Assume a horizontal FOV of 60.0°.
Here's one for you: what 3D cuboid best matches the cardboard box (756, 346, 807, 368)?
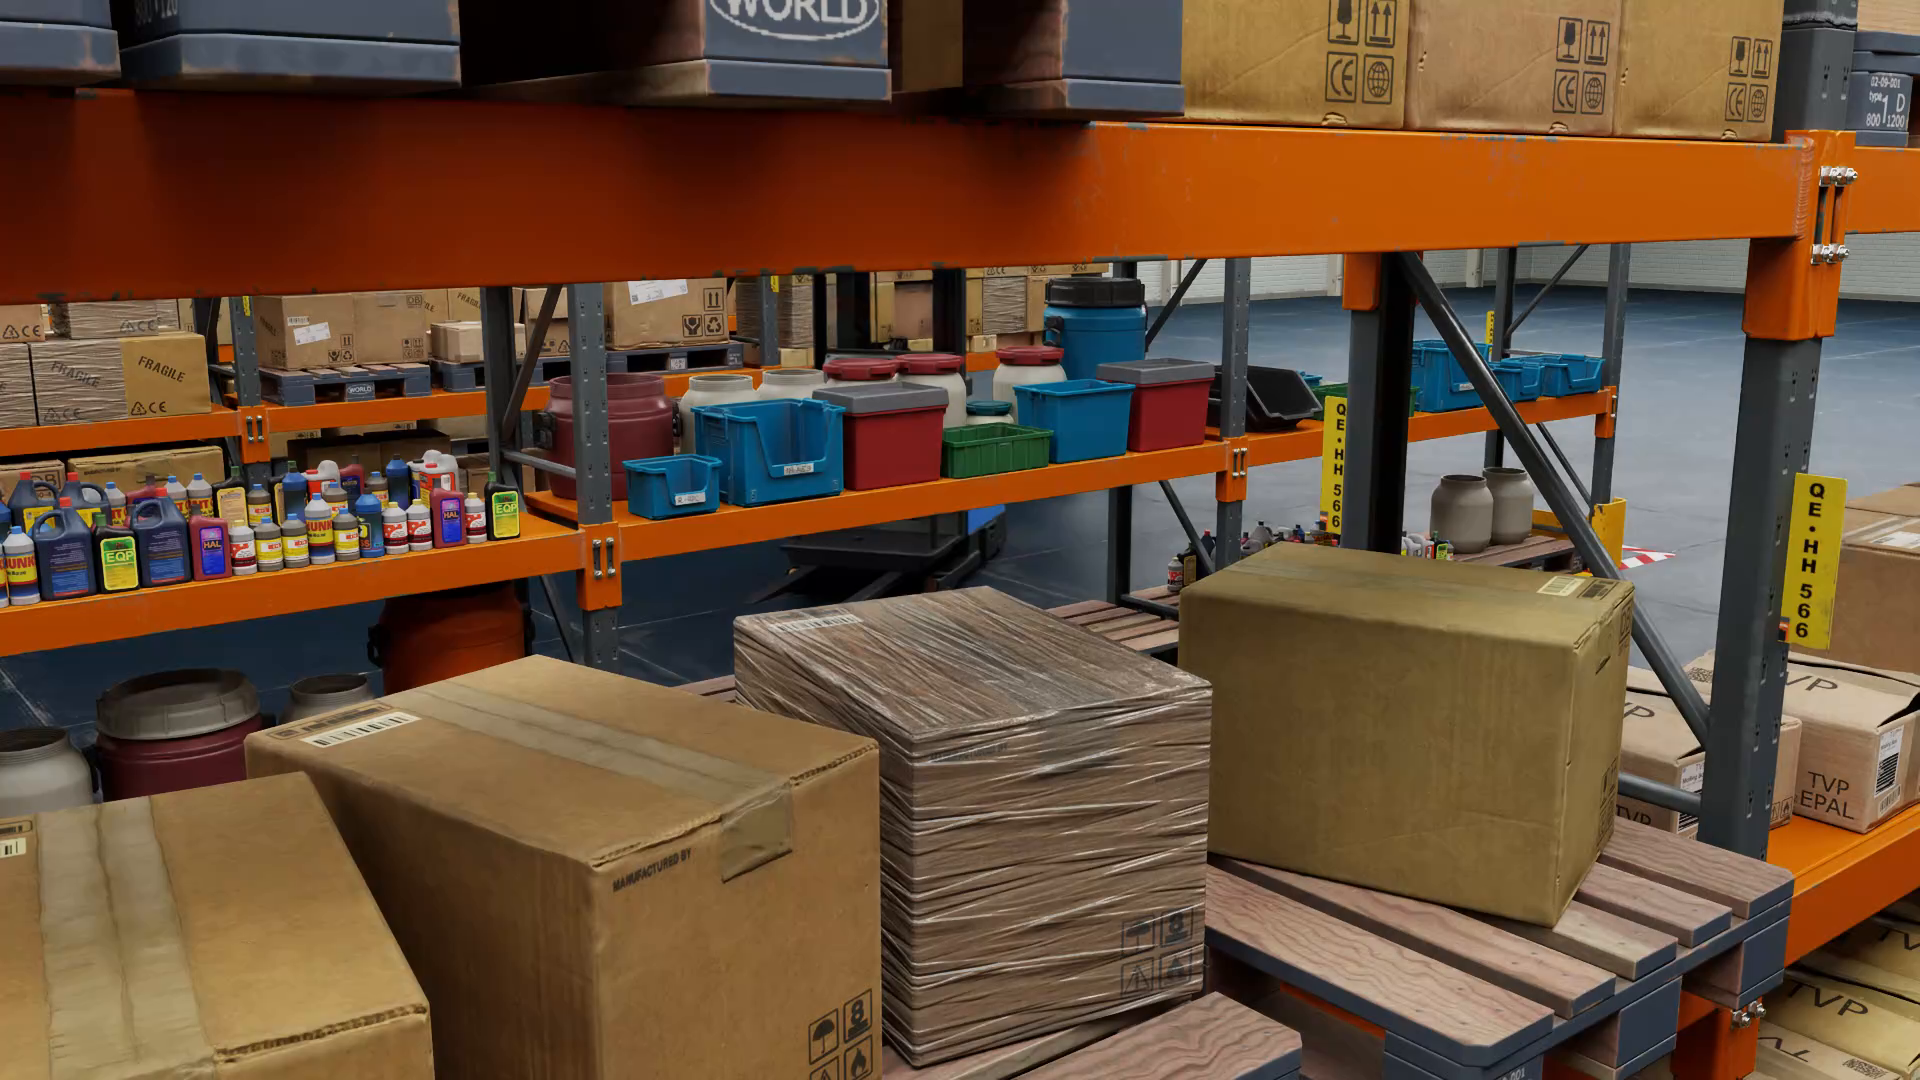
[{"bbox_3d":[-1.457,-1.501,13.582,0.250,0.149,0.380,-9,15,-38],"label":"cardboard box"}]

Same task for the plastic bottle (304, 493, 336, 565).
[{"bbox_3d":[-2.478,-0.046,6.431,0.097,0.271,0.097,0,12,0],"label":"plastic bottle"}]

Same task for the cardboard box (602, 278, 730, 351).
[{"bbox_3d":[-2.521,-2.063,13.170,1.000,1.000,1.000,-9,15,-37],"label":"cardboard box"}]

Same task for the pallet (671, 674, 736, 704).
[{"bbox_3d":[-1.213,0.947,8.160,1.213,0.211,1.003,-9,15,-38],"label":"pallet"}]

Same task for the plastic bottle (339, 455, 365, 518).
[{"bbox_3d":[-2.668,-0.227,7.255,0.133,0.283,0.061,-9,15,-38],"label":"plastic bottle"}]

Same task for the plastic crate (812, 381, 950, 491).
[{"bbox_3d":[-0.390,-0.514,8.174,0.583,0.464,0.402,-9,15,-38],"label":"plastic crate"}]

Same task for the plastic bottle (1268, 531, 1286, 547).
[{"bbox_3d":[2.090,0.088,10.973,0.133,0.283,0.061,-9,15,-38],"label":"plastic bottle"}]

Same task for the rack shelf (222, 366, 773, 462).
[{"bbox_3d":[-3.375,-1.034,12.507,4.000,0.370,1.077,-9,15,-38],"label":"rack shelf"}]

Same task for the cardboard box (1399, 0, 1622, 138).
[{"bbox_3d":[0.531,-0.907,2.715,0.500,0.500,0.910,-9,15,-38],"label":"cardboard box"}]

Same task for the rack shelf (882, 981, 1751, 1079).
[{"bbox_3d":[-0.313,1.093,2.493,4.000,0.370,1.077,-9,15,-38],"label":"rack shelf"}]

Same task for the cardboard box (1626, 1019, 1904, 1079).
[{"bbox_3d":[1.841,1.326,3.920,0.500,0.311,0.500,-9,15,-36],"label":"cardboard box"}]

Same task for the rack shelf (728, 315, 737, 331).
[{"bbox_3d":[-3.271,-2.370,18.801,4.000,0.370,1.077,-9,15,-38],"label":"rack shelf"}]

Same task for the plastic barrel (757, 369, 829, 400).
[{"bbox_3d":[-0.844,-0.600,8.464,0.421,0.512,0.421,0,12,0],"label":"plastic barrel"}]

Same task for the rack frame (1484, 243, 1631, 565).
[{"bbox_3d":[4.404,-1.361,12.315,0.127,3.000,1.000,-9,15,-38],"label":"rack frame"}]

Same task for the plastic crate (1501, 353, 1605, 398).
[{"bbox_3d":[4.200,-1.174,11.796,0.616,0.251,0.499,-9,15,-38],"label":"plastic crate"}]

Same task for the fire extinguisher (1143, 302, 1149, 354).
[{"bbox_3d":[1.687,-2.066,15.824,0.183,0.674,0.296,-9,15,-38],"label":"fire extinguisher"}]

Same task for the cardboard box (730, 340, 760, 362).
[{"bbox_3d":[-1.829,-1.598,14.036,0.250,0.149,0.380,-9,15,-38],"label":"cardboard box"}]

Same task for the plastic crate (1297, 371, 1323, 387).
[{"bbox_3d":[1.975,-0.957,10.770,0.616,0.251,0.499,-9,15,-38],"label":"plastic crate"}]

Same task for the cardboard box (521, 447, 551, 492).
[{"bbox_3d":[-3.127,-0.430,12.890,0.500,0.500,0.700,-11,16,-42],"label":"cardboard box"}]

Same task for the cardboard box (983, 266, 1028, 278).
[{"bbox_3d":[0.256,-2.606,14.815,0.500,0.500,0.500,-9,15,-38],"label":"cardboard box"}]

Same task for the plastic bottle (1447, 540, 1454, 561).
[{"bbox_3d":[3.244,0.102,11.103,0.097,0.201,0.097,0,12,0],"label":"plastic bottle"}]

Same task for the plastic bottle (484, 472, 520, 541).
[{"bbox_3d":[-1.892,-0.144,6.866,0.133,0.283,0.061,-9,15,-38],"label":"plastic bottle"}]

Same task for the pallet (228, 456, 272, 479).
[{"bbox_3d":[-7.294,-0.670,15.774,1.213,0.211,1.003,-9,15,-38],"label":"pallet"}]

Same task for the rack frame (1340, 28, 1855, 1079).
[{"bbox_3d":[1.249,0.481,3.641,0.127,3.000,1.000,-9,15,-38],"label":"rack frame"}]

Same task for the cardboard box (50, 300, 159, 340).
[{"bbox_3d":[-5.518,-1.573,10.661,0.637,0.503,0.797,-9,15,-36],"label":"cardboard box"}]

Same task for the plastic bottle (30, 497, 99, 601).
[{"bbox_3d":[-3.183,0.027,5.900,0.185,0.351,0.144,-9,15,-38],"label":"plastic bottle"}]

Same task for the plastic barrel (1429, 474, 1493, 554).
[{"bbox_3d":[3.547,-0.186,11.763,0.421,0.512,0.421,0,12,0],"label":"plastic barrel"}]

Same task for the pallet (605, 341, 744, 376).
[{"bbox_3d":[-2.501,-1.476,13.318,1.213,0.211,1.003,-9,15,-38],"label":"pallet"}]

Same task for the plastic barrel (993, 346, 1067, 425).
[{"bbox_3d":[0.397,-0.820,9.440,0.433,0.535,0.433,0,12,0],"label":"plastic barrel"}]

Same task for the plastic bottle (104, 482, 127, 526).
[{"bbox_3d":[-3.392,-0.095,6.667,0.097,0.271,0.097,0,12,0],"label":"plastic bottle"}]

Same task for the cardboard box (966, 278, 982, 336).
[{"bbox_3d":[-0.267,-2.086,14.776,0.500,0.500,0.875,-9,15,-38],"label":"cardboard box"}]

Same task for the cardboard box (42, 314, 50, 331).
[{"bbox_3d":[-8.054,-1.888,14.390,0.250,0.149,0.380,-9,15,-37],"label":"cardboard box"}]

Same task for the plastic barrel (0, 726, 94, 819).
[{"bbox_3d":[-3.481,0.989,6.226,0.421,0.512,0.421,0,12,0],"label":"plastic barrel"}]

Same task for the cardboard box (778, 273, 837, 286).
[{"bbox_3d":[-1.303,-2.346,13.590,0.500,0.500,0.500,-9,15,-38],"label":"cardboard box"}]

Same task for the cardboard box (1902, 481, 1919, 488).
[{"bbox_3d":[3.351,0.079,5.296,0.500,0.500,0.500,-8,14,-34],"label":"cardboard box"}]

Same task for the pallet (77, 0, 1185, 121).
[{"bbox_3d":[-0.513,-0.583,1.885,1.003,0.211,1.213,-9,15,-38],"label":"pallet"}]

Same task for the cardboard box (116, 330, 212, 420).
[{"bbox_3d":[-5.167,-1.071,10.709,0.500,0.500,0.500,-9,15,-36],"label":"cardboard box"}]

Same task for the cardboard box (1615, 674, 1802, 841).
[{"bbox_3d":[1.560,0.485,3.839,0.500,0.311,0.500,-8,15,-34],"label":"cardboard box"}]

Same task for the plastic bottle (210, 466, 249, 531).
[{"bbox_3d":[-3.057,-0.162,6.950,0.133,0.283,0.061,-9,15,-38],"label":"plastic bottle"}]

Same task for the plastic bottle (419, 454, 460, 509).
[{"bbox_3d":[-2.287,-0.234,7.306,0.135,0.276,0.152,-9,15,-38],"label":"plastic bottle"}]

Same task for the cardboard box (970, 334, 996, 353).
[{"bbox_3d":[0.111,-1.759,14.796,0.250,0.149,0.380,-9,15,-38],"label":"cardboard box"}]

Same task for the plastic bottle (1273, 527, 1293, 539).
[{"bbox_3d":[2.135,0.058,11.133,0.135,0.276,0.152,-9,15,-37],"label":"plastic bottle"}]

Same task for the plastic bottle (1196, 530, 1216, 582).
[{"bbox_3d":[1.604,0.109,10.714,0.185,0.351,0.144,-10,16,-39],"label":"plastic bottle"}]

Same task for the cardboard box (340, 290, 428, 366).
[{"bbox_3d":[-4.167,-1.546,11.934,0.500,0.500,0.700,-7,14,-29],"label":"cardboard box"}]

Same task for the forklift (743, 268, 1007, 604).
[{"bbox_3d":[-0.567,-1.109,11.293,1.130,2.935,3.031,4,13,17],"label":"forklift"}]

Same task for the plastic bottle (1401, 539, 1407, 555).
[{"bbox_3d":[2.795,0.098,10.765,0.185,0.351,0.144,-9,15,-35],"label":"plastic bottle"}]

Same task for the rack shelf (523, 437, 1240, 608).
[{"bbox_3d":[-0.281,-0.230,8.723,4.000,0.370,1.077,-9,15,-38],"label":"rack shelf"}]

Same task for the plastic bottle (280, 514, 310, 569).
[{"bbox_3d":[-2.554,0.001,6.379,0.097,0.201,0.097,0,12,0],"label":"plastic bottle"}]

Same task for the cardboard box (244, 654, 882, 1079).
[{"bbox_3d":[-0.533,0.507,2.269,0.700,0.500,0.500,9,15,36],"label":"cardboard box"}]

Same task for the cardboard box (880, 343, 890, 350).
[{"bbox_3d":[-0.666,-1.628,14.180,0.250,0.149,0.380,-9,15,-38],"label":"cardboard box"}]

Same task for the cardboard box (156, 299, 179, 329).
[{"bbox_3d":[-7.437,-2.007,15.118,0.500,0.500,0.500,-9,15,-37],"label":"cardboard box"}]

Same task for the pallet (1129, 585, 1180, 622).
[{"bbox_3d":[1.831,0.442,10.539,1.213,0.211,1.003,-9,15,-38],"label":"pallet"}]

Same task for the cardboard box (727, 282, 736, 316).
[{"bbox_3d":[-2.902,-2.872,19.073,0.550,0.550,0.875,-9,15,-38],"label":"cardboard box"}]

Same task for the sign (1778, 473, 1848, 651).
[{"bbox_3d":[1.595,0.040,3.120,0.005,0.325,0.100,-9,15,-38],"label":"sign"}]

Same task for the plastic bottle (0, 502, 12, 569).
[{"bbox_3d":[-3.679,-0.032,6.366,0.097,0.271,0.097,0,12,0],"label":"plastic bottle"}]

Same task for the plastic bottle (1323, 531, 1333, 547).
[{"bbox_3d":[2.526,-0.012,11.474,0.097,0.271,0.097,0,12,0],"label":"plastic bottle"}]

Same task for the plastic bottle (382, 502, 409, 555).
[{"bbox_3d":[-2.250,-0.049,6.617,0.097,0.201,0.097,0,12,0],"label":"plastic bottle"}]
